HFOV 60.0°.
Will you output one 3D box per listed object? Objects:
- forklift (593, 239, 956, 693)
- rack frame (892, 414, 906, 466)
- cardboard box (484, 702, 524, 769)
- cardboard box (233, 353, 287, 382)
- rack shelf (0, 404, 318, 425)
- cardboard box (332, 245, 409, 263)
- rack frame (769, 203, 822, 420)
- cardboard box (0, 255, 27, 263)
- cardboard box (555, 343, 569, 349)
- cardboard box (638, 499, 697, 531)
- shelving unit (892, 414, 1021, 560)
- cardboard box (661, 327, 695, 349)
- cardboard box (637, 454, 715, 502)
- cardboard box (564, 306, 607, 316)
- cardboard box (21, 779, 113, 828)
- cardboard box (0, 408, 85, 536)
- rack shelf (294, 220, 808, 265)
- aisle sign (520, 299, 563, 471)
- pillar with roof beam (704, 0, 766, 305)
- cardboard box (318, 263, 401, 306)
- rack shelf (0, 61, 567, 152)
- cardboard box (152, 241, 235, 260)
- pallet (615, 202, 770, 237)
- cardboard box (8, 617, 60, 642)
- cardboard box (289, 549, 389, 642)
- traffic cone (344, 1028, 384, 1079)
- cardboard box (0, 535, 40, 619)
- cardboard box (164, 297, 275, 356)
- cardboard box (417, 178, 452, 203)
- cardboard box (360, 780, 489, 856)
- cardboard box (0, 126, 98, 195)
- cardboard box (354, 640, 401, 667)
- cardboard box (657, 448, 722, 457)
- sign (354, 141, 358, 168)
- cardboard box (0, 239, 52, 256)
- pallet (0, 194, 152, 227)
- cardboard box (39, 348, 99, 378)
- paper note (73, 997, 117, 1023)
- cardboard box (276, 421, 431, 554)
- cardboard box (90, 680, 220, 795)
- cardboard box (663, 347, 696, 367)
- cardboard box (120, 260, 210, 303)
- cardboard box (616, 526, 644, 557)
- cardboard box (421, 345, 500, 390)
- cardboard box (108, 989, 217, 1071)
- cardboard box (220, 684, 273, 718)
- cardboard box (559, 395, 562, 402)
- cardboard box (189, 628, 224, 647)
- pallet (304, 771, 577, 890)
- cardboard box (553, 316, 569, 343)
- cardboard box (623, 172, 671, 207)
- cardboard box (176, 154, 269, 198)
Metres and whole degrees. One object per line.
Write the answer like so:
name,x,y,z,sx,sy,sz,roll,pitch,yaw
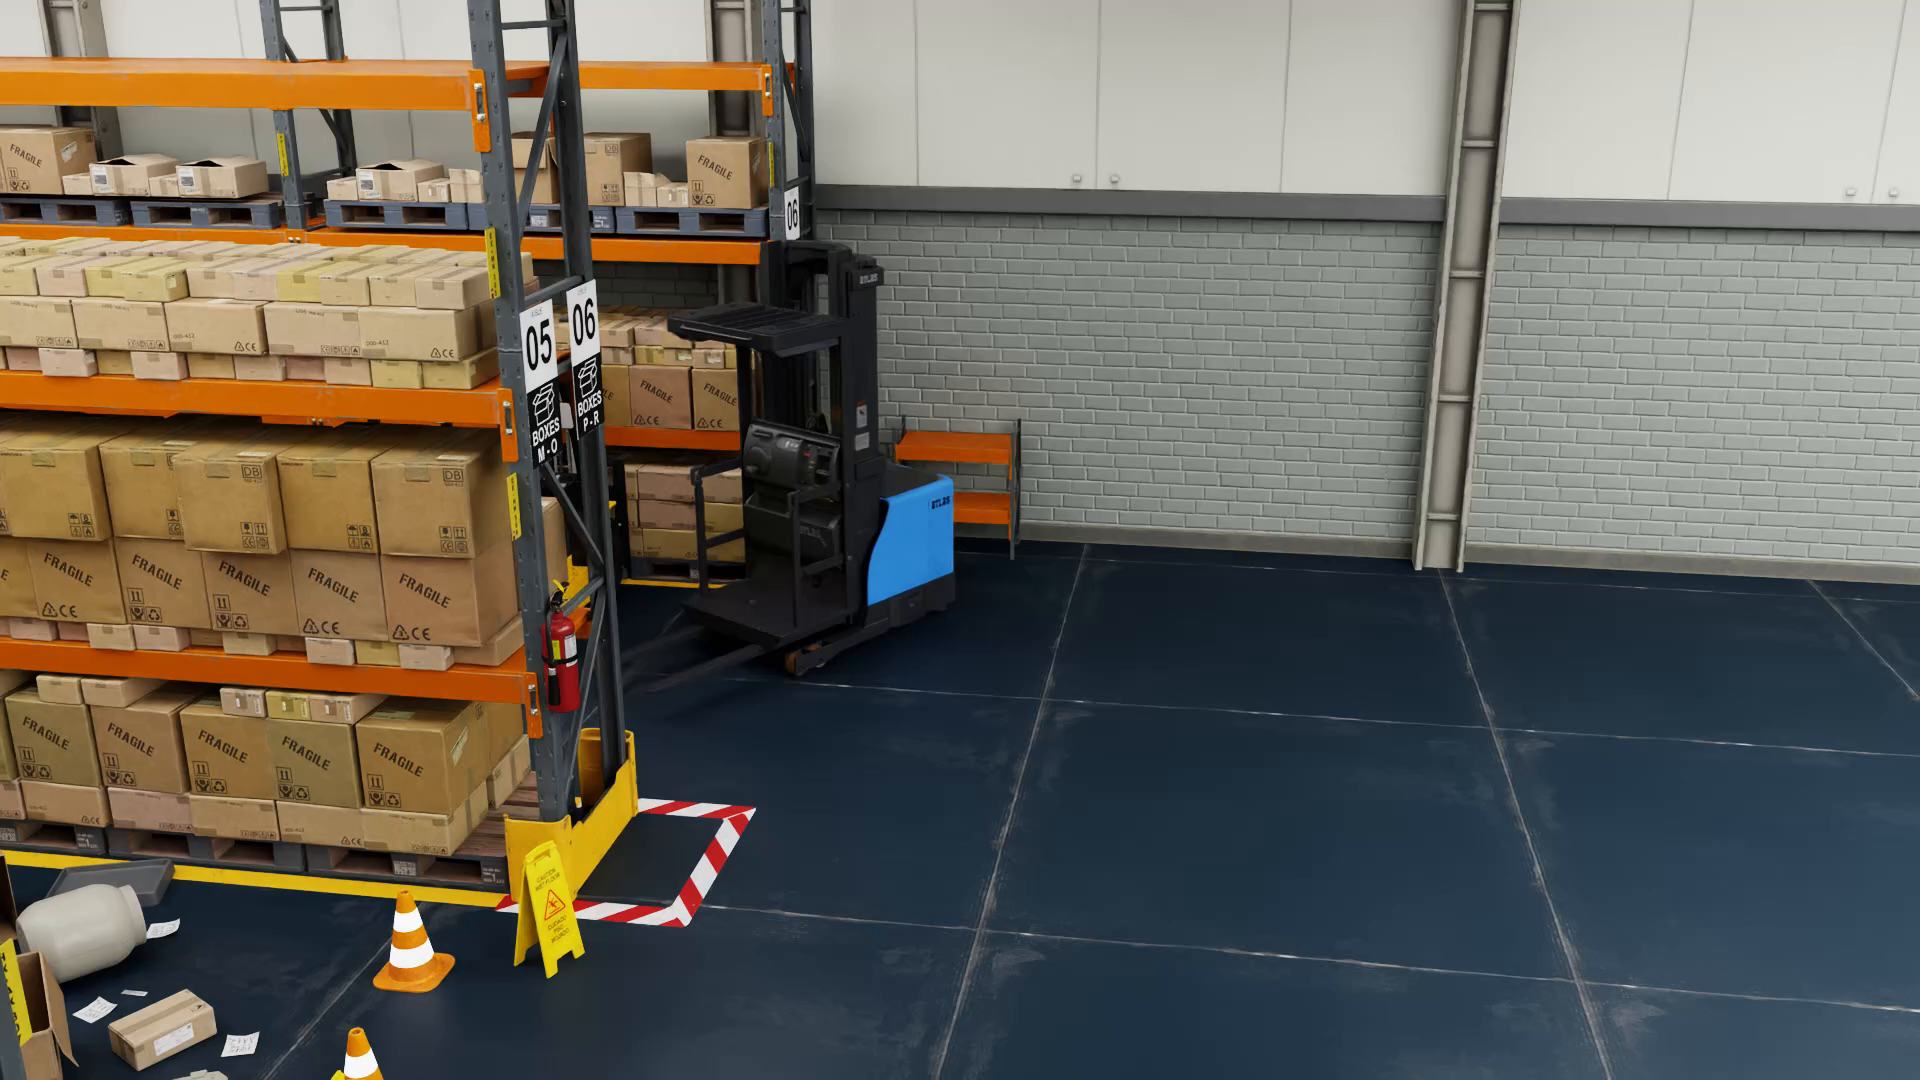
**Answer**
forklift,-1.363,-0.598,11.971,1.130,2.935,3.031,15,24,38
rack frame,-0.526,-0.489,14.490,0.032,1.125,0.500,3,19,8
cardboard box,-2.878,0.983,9.628,0.500,0.500,0.500,2,19,7
cardboard box,-3.499,-0.929,8.522,0.250,0.149,0.380,3,19,8
rack shelf,-7.242,-1.154,14.659,4.000,0.370,1.077,3,19,9
cardboard box,-3.145,-1.477,8.902,0.250,0.149,0.380,3,19,8
rack frame,-1.318,-1.193,13.642,0.127,3.000,1.000,3,19,9
cardboard box,-5.016,-1.361,8.555,0.250,0.149,0.380,3,19,8
cardboard box,-3.207,-1.576,13.605,0.250,0.149,0.380,3,19,8
cardboard box,-2.342,-0.281,13.798,0.500,0.250,0.500,3,19,8
shelving unit,-0.023,-0.465,14.420,1.048,1.125,0.538,3,19,8
cardboard box,-2.216,-1.649,13.355,0.250,0.149,0.380,3,19,10
cardboard box,-2.327,-0.512,13.702,0.500,0.250,0.500,3,19,10
cardboard box,-3.138,-1.860,13.986,0.250,0.149,0.380,3,19,9
cardboard box,-4.982,1.403,9.554,0.500,0.250,0.500,4,19,12
cardboard box,-5.150,-0.379,9.007,0.500,0.500,0.700,3,19,9
rack shelf,-3.293,-2.375,13.581,4.000,0.370,1.077,3,19,9
aisle sign,-2.086,-0.777,8.301,0.004,0.787,0.394,3,19,9
pillar with roof beam,-2.545,-3.007,9.608,0.400,9.000,9.100,3,19,9
cardboard box,-2.986,-1.276,8.302,0.250,0.149,0.380,3,19,8
rack shelf,-4.076,-2.241,8.457,4.000,0.370,1.077,3,19,9
cardboard box,-4.157,-1.525,9.046,0.250,0.149,0.380,3,19,9
pallet,-2.012,-2.618,13.311,1.213,0.211,1.003,3,19,9
cardboard box,-5.027,0.420,9.217,0.250,0.149,0.380,3,19,10
cardboard box,-3.175,0.206,8.834,0.500,0.500,0.500,3,19,9
traffic cone,-2.571,2.312,7.163,0.334,0.463,0.336,3,19,9
cardboard box,-5.161,0.100,9.152,0.500,0.500,0.500,3,19,8
cardboard box,-3.659,-1.122,8.470,0.500,0.250,0.500,3,19,10
cardboard box,-4.114,-2.788,13.258,0.250,0.149,0.380,3,19,10
cardboard box,-2.966,1.509,9.237,0.500,0.250,0.500,3,19,8
cardboard box,-7.535,-3.148,13.781,0.500,0.500,0.500,3,19,10
cardboard box,-3.022,0.532,8.883,0.250,0.149,0.380,3,19,8
cardboard box,-2.256,-0.670,14.174,0.500,0.250,0.500,3,19,9
sign,-5.181,-3.274,14.193,0.005,0.325,0.100,3,19,9
cardboard box,-5.192,-1.543,9.099,0.250,0.149,0.380,3,19,10
pallet,-7.428,-2.867,14.216,1.213,0.211,1.003,4,19,11
cardboard box,-4.523,-0.958,8.607,0.250,0.149,0.380,3,19,8
paper note,-4.166,2.262,8.013,0.142,0.019,0.148,10,21,27
cardboard box,-3.139,-0.286,8.728,0.500,0.500,0.700,3,19,9
cardboard box,-4.469,1.074,9.356,0.500,0.500,0.500,4,19,12
cardboard box,-2.208,-1.514,13.420,0.250,0.149,0.380,3,19,10
cardboard box,-4.002,-1.311,8.405,0.250,0.149,0.380,3,19,10
cardboard box,-2.814,-0.069,13.954,0.500,0.250,0.500,3,19,9
cardboard box,-2.498,-0.872,8.350,0.250,0.149,0.380,3,19,9
cardboard box,-3.715,2.281,7.752,0.250,0.149,0.380,14,23,37
cardboard box,-3.815,0.820,9.092,0.250,0.149,0.380,4,19,11
cardboard box,-3.360,-1.260,13.683,0.500,0.500,0.500,3,19,9
cardboard box,-4.011,0.446,9.138,0.250,0.149,0.380,3,19,9
pallet,-2.973,1.629,9.603,1.213,0.211,1.003,3,19,9
cardboard box,-3.220,-1.717,13.558,0.250,0.149,0.380,3,19,9
cardboard box,-2.435,-2.758,12.983,0.258,0.266,0.396,3,19,9
cardboard box,-6.021,-2.981,13.580,0.500,0.311,0.500,2,19,7
